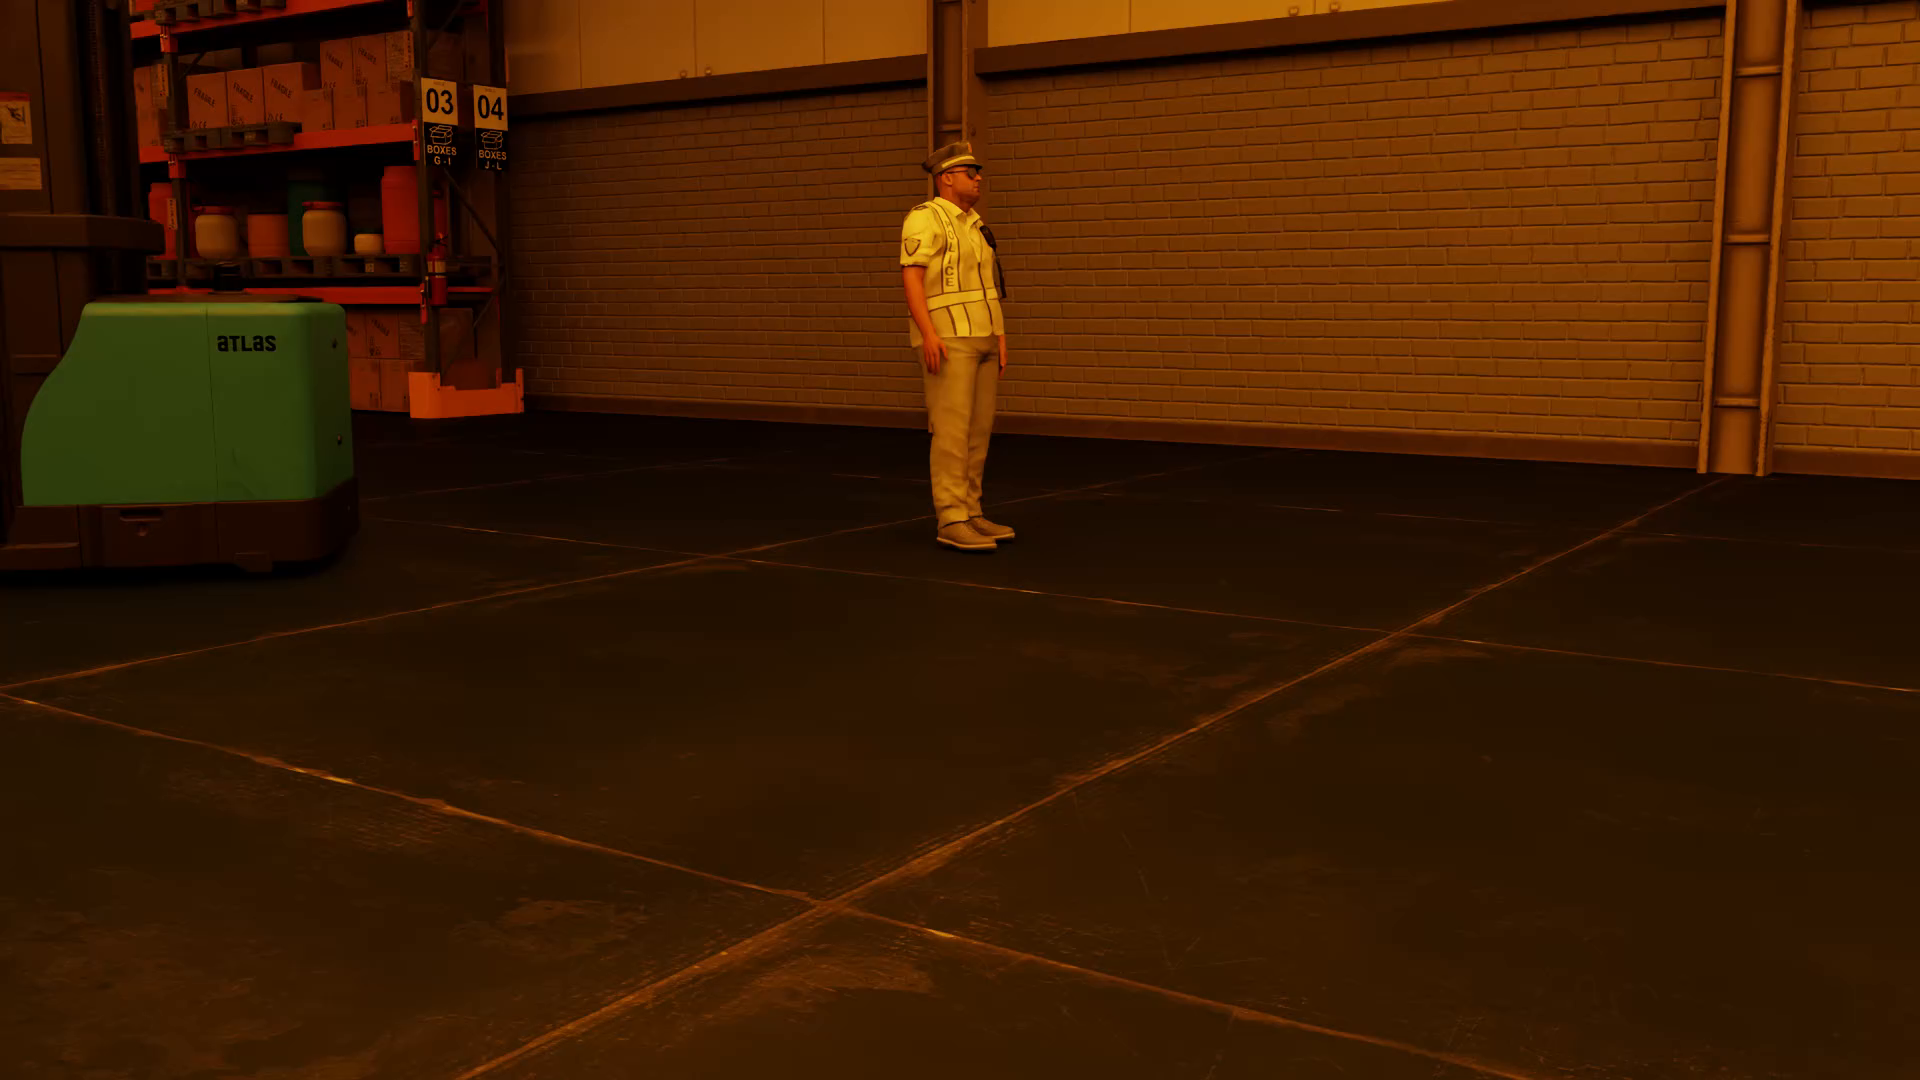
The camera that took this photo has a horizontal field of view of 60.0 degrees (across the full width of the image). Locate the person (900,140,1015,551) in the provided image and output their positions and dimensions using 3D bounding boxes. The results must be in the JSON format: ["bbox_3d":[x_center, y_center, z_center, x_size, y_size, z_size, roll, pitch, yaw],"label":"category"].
[{"bbox_3d":[0.059,-0.883,7.425,0.574,1.781,0.641,5,10,34],"label":"person"}]

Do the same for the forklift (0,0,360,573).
[{"bbox_3d":[-4.091,-1.330,6.547,3.031,2.935,1.130,-2,8,-11],"label":"forklift"}]
